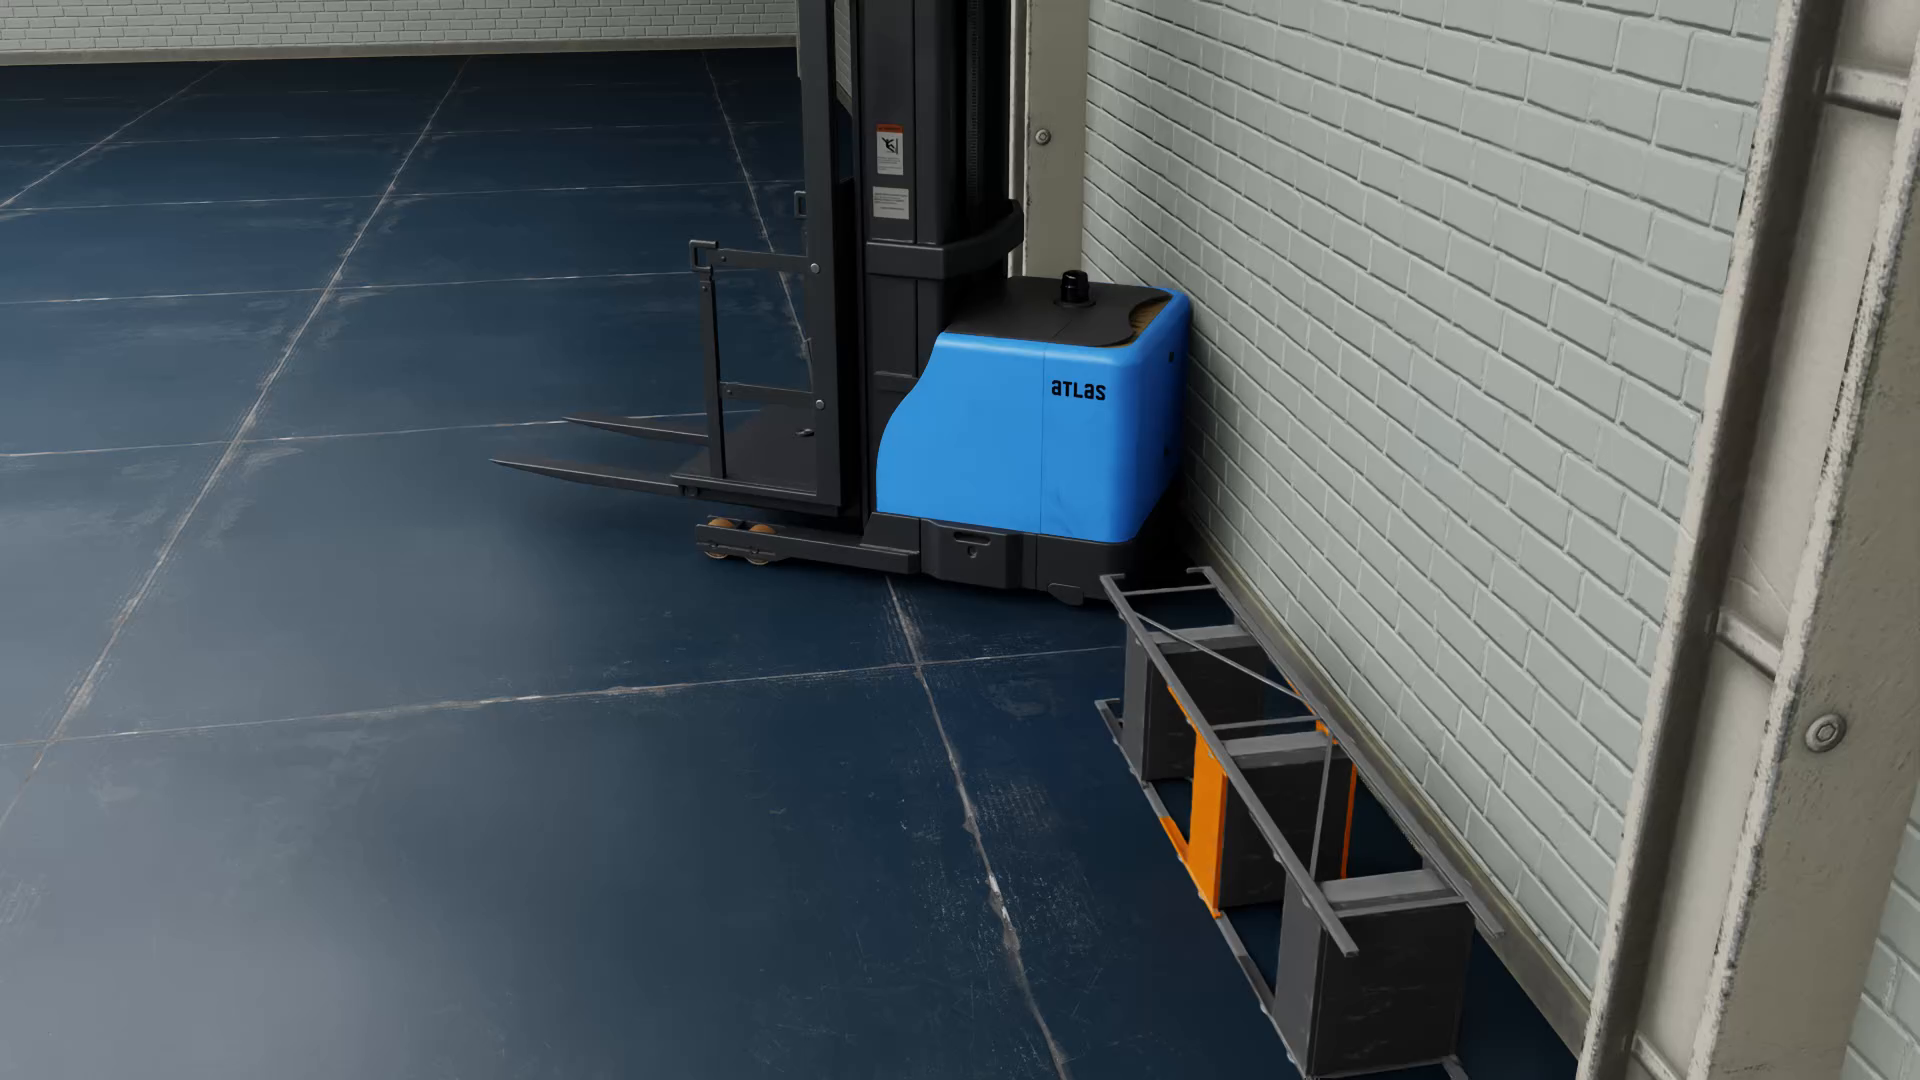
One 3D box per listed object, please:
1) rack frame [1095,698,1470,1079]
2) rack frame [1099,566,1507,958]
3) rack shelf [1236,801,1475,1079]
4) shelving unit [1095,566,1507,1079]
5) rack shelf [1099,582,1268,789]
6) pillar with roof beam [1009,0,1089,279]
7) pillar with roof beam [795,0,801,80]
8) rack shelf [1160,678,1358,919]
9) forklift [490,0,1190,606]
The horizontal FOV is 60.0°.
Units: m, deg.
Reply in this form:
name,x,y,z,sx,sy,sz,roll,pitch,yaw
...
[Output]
name,x,y,z,sx,sy,sz,roll,pitch,yaw
rack frame,0.878,0.972,4.989,0.400,0.015,2.100,-5,24,-10
rack frame,0.878,0.525,4.794,0.400,0.015,2.100,-5,24,-10
rack shelf,1.011,1.018,4.275,0.431,0.480,0.518,-5,24,-10
shelving unit,0.878,0.748,4.892,0.431,0.503,2.100,-5,24,-10
rack shelf,0.740,0.468,5.533,0.431,0.480,0.518,-5,24,-10
pillar with roof beam,-3.780,-4.610,6.563,9.100,9.000,0.400,-4,24,-10
pillar with roof beam,-5.999,-9.330,17.370,9.100,9.000,0.400,-4,24,-10
rack shelf,0.875,0.743,4.904,0.431,0.480,0.518,-5,24,-10
forklift,-0.594,-1.427,6.856,3.031,2.935,1.130,8,25,18
